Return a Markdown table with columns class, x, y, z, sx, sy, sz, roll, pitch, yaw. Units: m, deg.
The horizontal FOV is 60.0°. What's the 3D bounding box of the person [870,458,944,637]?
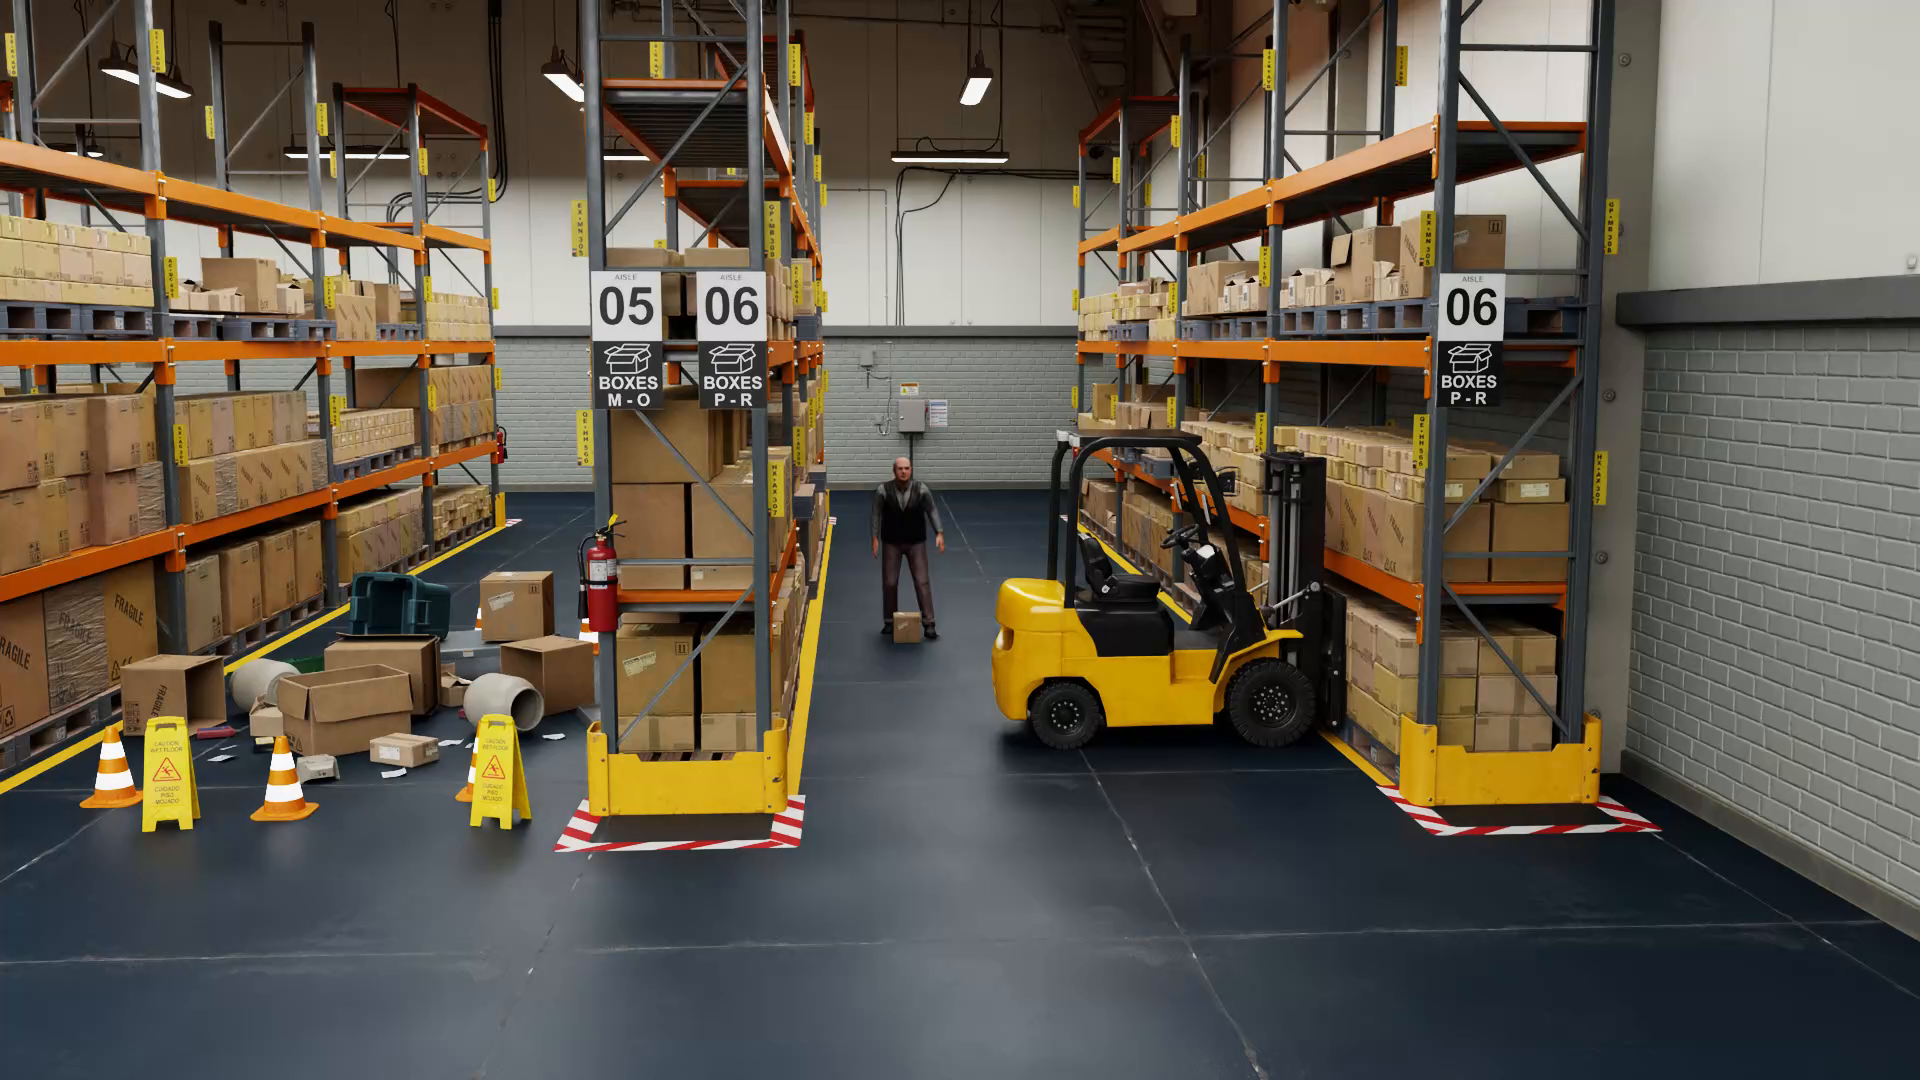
| class | x | y | z | sx | sy | sz | roll | pitch | yaw |
| --- | --- | --- | --- | --- | --- | --- | --- | --- | --- |
| person | -0.501 | 0.064 | 15.947 | 0.711 | 1.708 | 0.586 | 0 | 7 | -4 |
